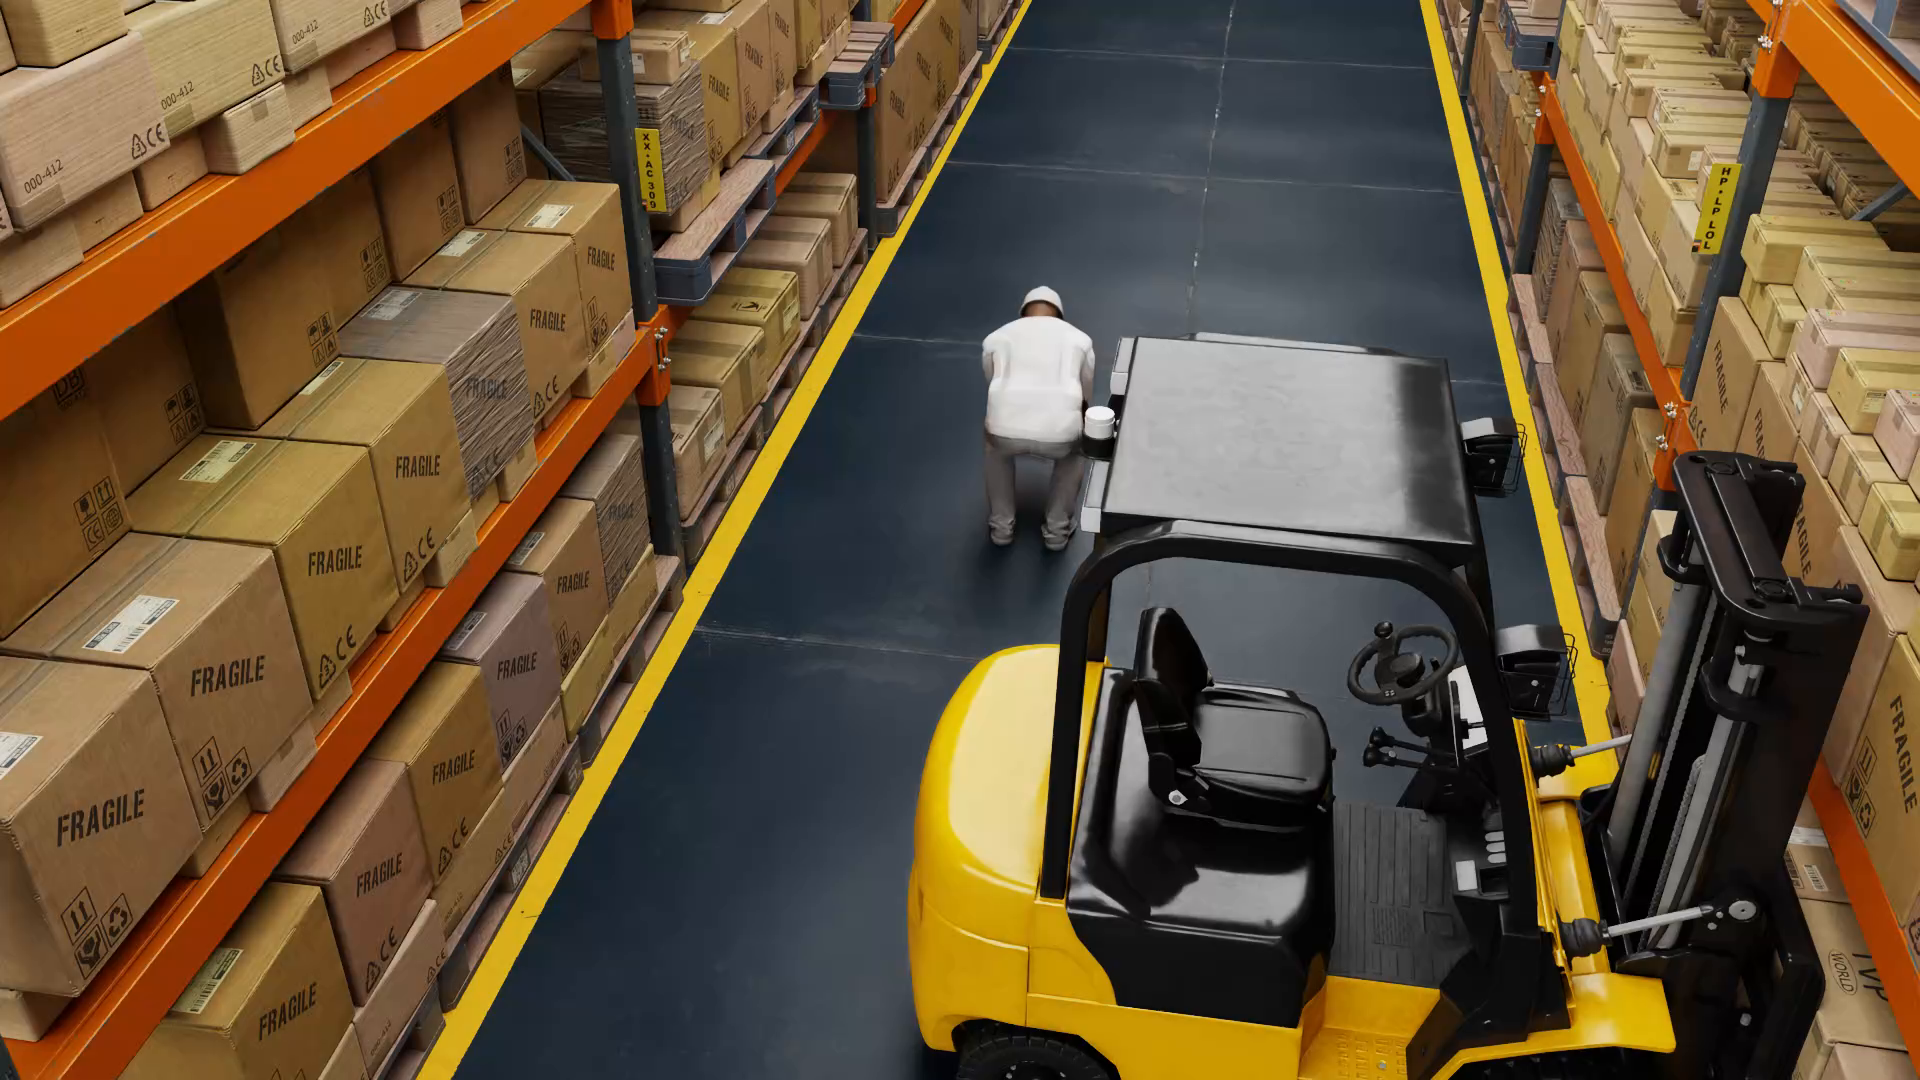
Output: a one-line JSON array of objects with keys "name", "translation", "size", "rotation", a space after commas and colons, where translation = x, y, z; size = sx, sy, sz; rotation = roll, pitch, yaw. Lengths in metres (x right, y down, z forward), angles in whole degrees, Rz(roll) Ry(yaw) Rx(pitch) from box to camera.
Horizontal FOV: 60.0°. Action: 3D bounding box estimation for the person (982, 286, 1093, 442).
[{"name": "person", "translation": [0.341, -0.627, 7.643], "size": [0.506, 0.822, 0.956], "rotation": [4, 32, 6]}]
